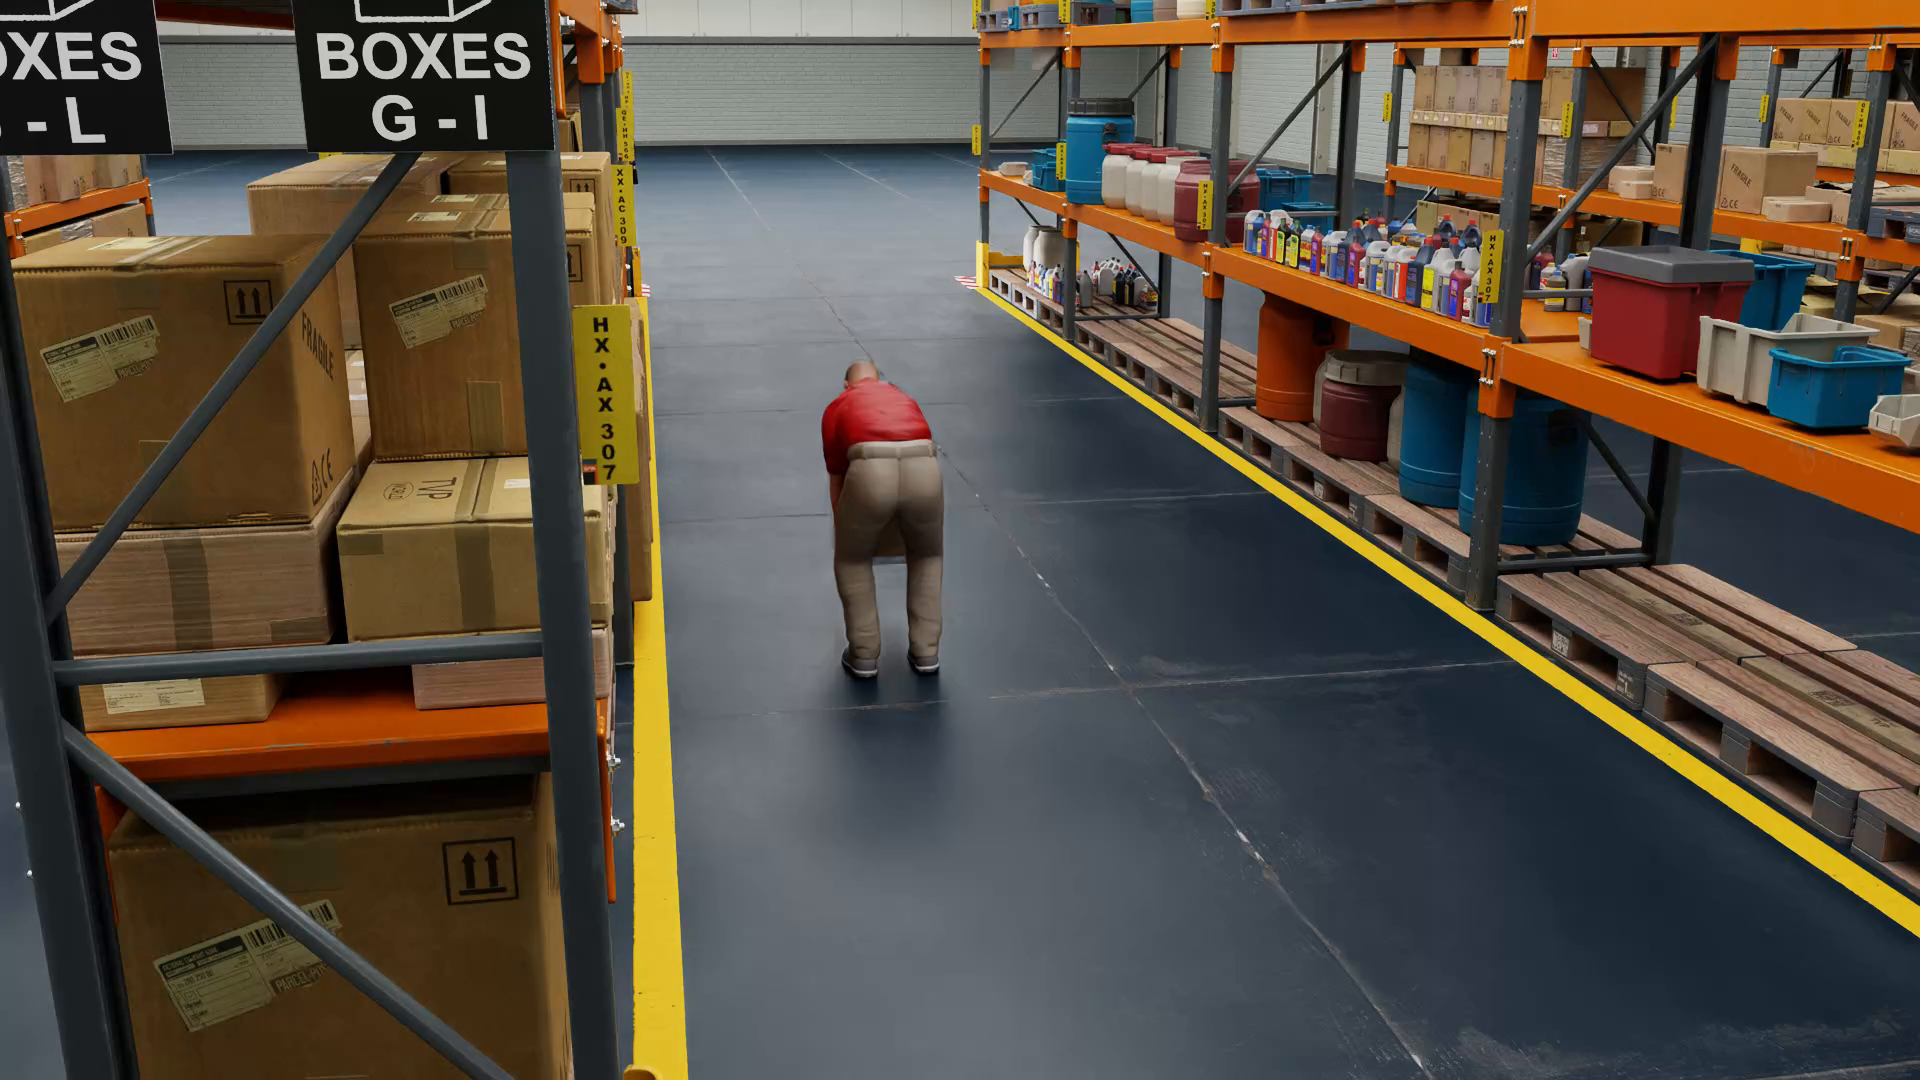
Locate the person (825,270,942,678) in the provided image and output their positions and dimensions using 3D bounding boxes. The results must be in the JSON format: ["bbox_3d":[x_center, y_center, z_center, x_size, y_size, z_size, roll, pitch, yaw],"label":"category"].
[{"bbox_3d":[-0.327,-0.286,7.077,0.486,1.721,0.562,-3,17,-11],"label":"person"}]
